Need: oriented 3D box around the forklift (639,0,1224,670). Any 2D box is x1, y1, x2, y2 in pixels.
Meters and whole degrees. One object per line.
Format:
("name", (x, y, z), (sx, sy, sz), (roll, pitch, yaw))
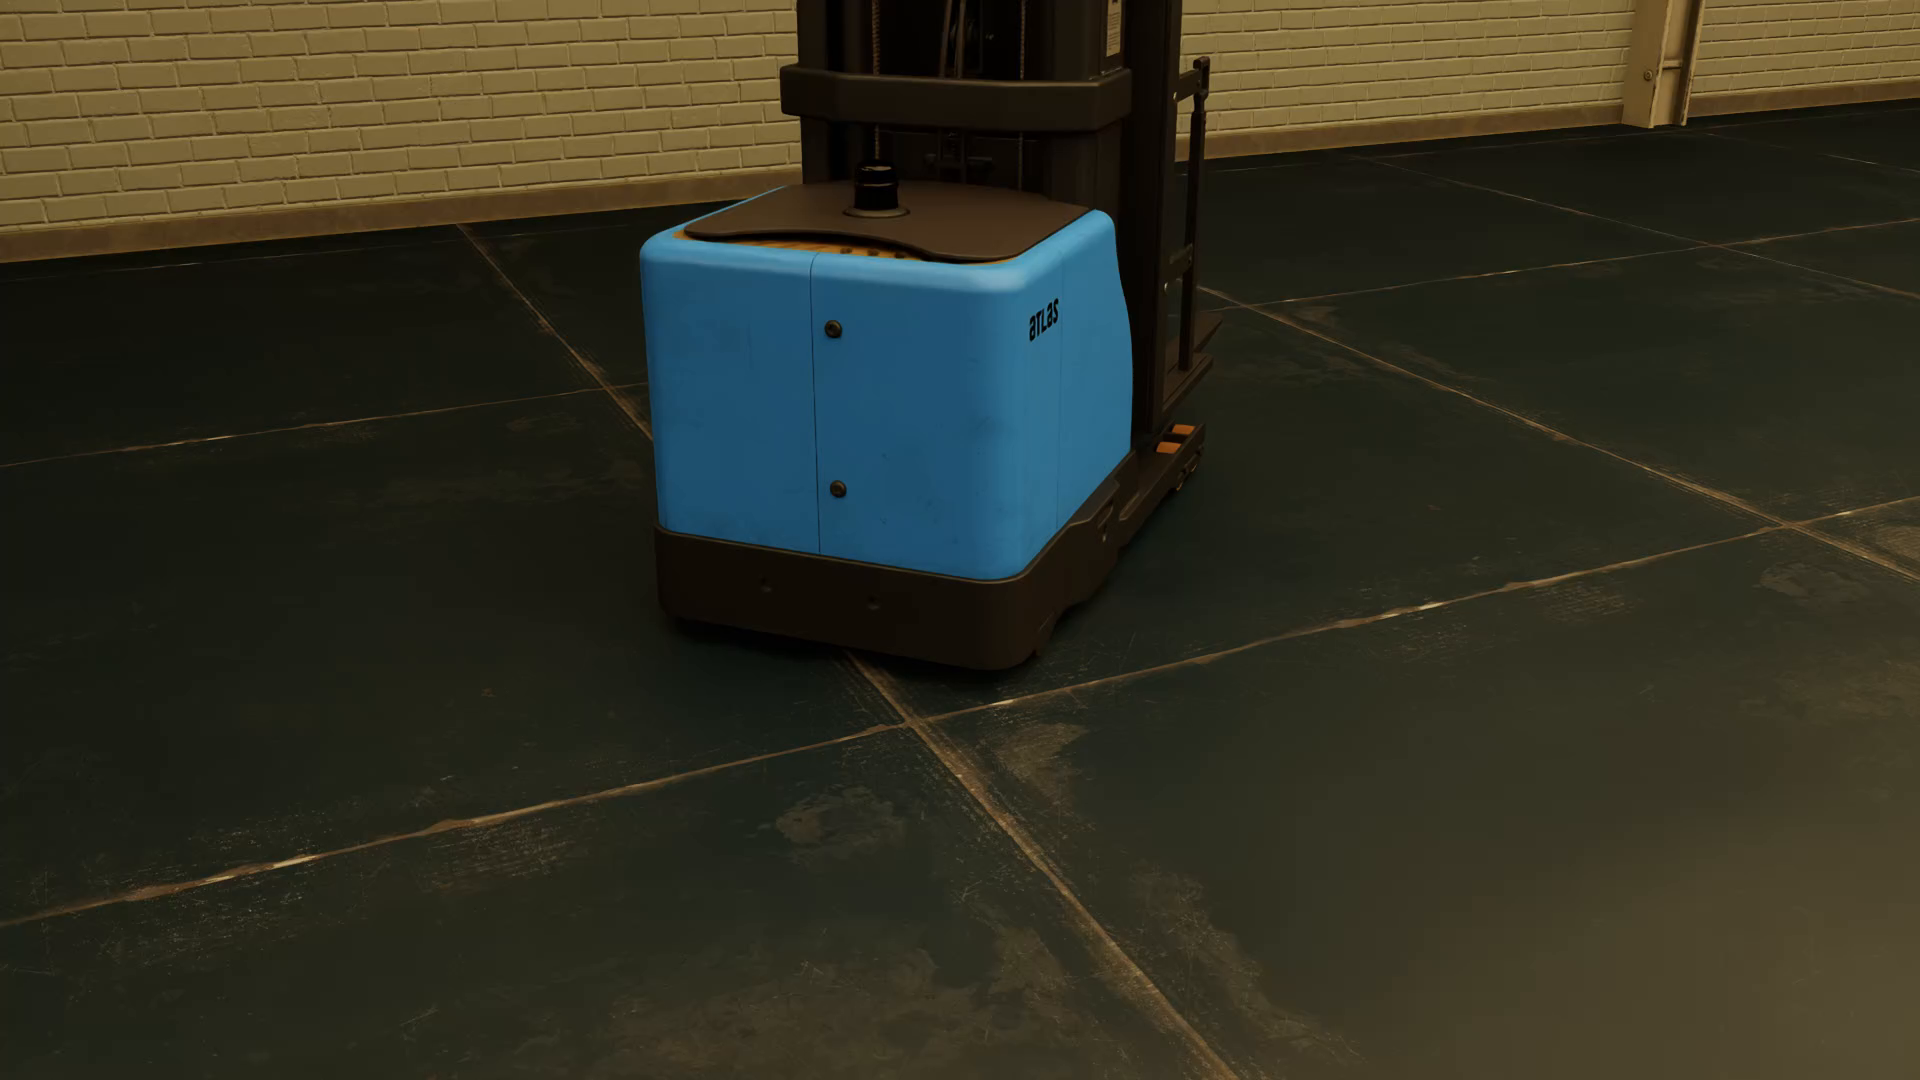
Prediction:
("forklift", (0.194, -1.564, 5.051), (1.130, 2.935, 3.031), (9, 24, 20))
